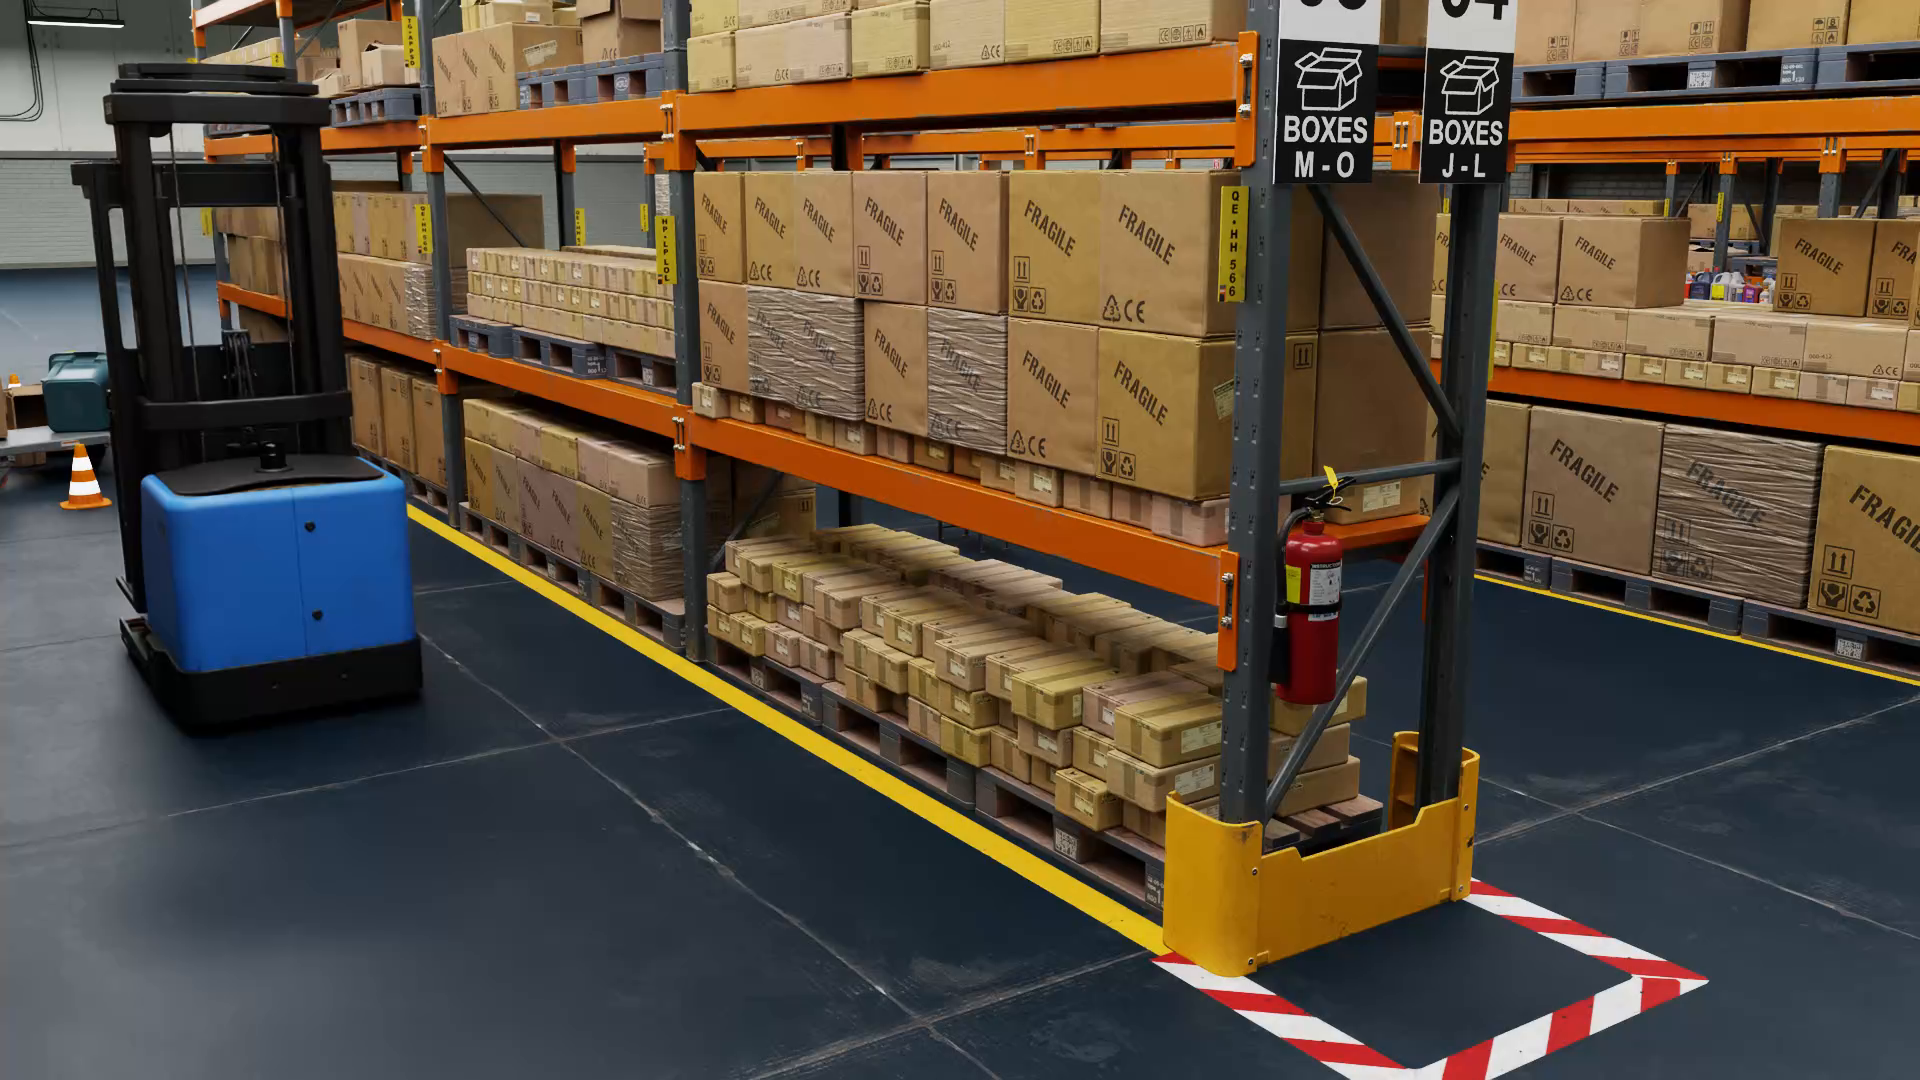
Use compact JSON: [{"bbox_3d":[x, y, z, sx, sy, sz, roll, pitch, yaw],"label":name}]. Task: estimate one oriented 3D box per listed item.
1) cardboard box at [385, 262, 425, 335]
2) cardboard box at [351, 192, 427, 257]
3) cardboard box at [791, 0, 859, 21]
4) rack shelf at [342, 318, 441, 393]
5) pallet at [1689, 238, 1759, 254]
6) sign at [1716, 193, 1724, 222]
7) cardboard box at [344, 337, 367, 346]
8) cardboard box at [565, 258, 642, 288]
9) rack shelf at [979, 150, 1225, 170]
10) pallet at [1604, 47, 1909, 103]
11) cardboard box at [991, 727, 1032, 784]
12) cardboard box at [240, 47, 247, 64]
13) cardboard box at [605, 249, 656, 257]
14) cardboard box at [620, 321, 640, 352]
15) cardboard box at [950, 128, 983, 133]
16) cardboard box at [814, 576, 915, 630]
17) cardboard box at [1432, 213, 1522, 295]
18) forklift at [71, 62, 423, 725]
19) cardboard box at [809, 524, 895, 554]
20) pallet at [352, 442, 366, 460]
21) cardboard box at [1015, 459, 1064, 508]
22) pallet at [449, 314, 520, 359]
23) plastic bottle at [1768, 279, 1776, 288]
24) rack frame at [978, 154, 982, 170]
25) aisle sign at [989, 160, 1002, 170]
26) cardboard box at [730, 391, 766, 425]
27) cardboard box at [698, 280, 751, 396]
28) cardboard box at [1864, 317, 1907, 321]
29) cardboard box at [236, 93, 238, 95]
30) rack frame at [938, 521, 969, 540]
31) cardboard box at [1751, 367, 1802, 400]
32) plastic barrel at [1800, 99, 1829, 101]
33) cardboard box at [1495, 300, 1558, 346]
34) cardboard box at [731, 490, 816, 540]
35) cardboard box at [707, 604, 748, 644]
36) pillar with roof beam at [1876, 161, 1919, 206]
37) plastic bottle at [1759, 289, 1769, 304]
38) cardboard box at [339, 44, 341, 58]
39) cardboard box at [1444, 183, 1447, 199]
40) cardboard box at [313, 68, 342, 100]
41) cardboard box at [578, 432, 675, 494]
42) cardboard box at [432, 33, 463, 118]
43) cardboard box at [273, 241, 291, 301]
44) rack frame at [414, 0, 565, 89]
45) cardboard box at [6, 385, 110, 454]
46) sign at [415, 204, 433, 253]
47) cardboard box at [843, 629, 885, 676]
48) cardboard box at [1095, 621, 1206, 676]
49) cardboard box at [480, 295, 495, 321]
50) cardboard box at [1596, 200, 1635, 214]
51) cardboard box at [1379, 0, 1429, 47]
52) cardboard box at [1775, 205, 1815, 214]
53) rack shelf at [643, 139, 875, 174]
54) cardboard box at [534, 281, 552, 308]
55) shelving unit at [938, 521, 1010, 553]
[{"bbox_3d":[-3.925,-1.798,12.327,0.500,0.500,0.500,-8,15,-33],"label":"cardboard box"},{"bbox_3d":[-4.546,-2.592,13.617,0.700,0.500,0.500,-8,15,-32],"label":"cardboard box"},{"bbox_3d":[-0.354,-2.242,6.754,0.500,0.250,0.500,-8,15,-32],"label":"cardboard box"},{"bbox_3d":[-4.284,-1.616,13.414,1.077,0.370,4.000,-8,15,-33],"label":"rack shelf"},{"bbox_3d":[11.466,-4.404,24.929,1.003,0.211,1.213,-8,15,-33],"label":"pallet"},{"bbox_3d":[8.797,-3.852,19.245,0.100,0.325,0.005,-8,15,-33],"label":"sign"},{"bbox_3d":[-5.683,-1.610,15.695,0.875,0.875,0.875,-8,15,-32],"label":"cardboard box"},{"bbox_3d":[-2.066,-1.554,9.657,0.380,0.149,0.250,-9,15,-35],"label":"cardboard box"},{"bbox_3d":[1.808,-4.948,21.630,1.077,0.370,4.000,-8,15,-33],"label":"rack shelf"},{"bbox_3d":[4.341,-2.528,9.087,1.003,0.211,1.213,-8,15,-33],"label":"pallet"},{"bbox_3d":[0.342,0.796,6.389,0.380,0.149,0.250,-8,15,-32],"label":"cardboard box"},{"bbox_3d":[-6.559,-4.561,15.681,0.380,0.149,0.250,-8,15,-33],"label":"cardboard box"},{"bbox_3d":[-2.090,-1.813,10.845,0.380,0.149,0.250,-8,14,-31],"label":"cardboard box"},{"bbox_3d":[-1.626,-1.121,9.070,0.380,0.149,0.250,-8,15,-33],"label":"cardboard box"},{"bbox_3d":[0.255,-3.715,14.659,0.500,0.250,0.500,-8,15,-33],"label":"cardboard box"},{"bbox_3d":[-0.421,0.276,7.375,0.380,0.149,0.250,-8,15,-32],"label":"cardboard box"},{"bbox_3d":[3.277,-1.792,10.436,0.500,0.500,0.500,-8,15,-33],"label":"cardboard box"},{"bbox_3d":[-3.768,-0.872,8.488,1.130,2.935,3.031,-8,15,-32],"label":"forklift"},{"bbox_3d":[-0.546,0.029,8.505,0.380,0.149,0.250,-8,14,-31],"label":"cardboard box"},{"bbox_3d":[-4.902,-0.833,14.675,1.003,0.211,1.213,-8,15,-33],"label":"pallet"},{"bbox_3d":[0.421,-0.225,5.957,0.380,0.149,0.250,-8,14,-31],"label":"cardboard box"},{"bbox_3d":[-2.693,-1.404,11.209,1.213,0.211,1.003,-8,15,-33],"label":"pallet"},{"bbox_3d":[7.206,-2.188,14.634,0.152,0.276,0.135,-8,15,-33],"label":"plastic bottle"},{"bbox_3d":[0.700,-4.190,23.500,1.000,3.000,0.127,-8,15,-33],"label":"rack frame"},{"bbox_3d":[0.416,-5.438,23.122,0.394,0.787,0.004,-8,15,-33],"label":"aisle sign"},{"bbox_3d":[-0.871,-0.651,7.907,0.380,0.149,0.250,-8,14,-31],"label":"cardboard box"},{"bbox_3d":[-0.895,-0.977,7.876,0.500,0.500,0.500,-8,15,-34],"label":"cardboard box"},{"bbox_3d":[5.106,-1.039,8.747,0.500,0.250,0.500,-8,15,-33],"label":"cardboard box"},{"bbox_3d":[-6.845,-4.263,16.182,0.380,0.149,0.250,-8,15,-32],"label":"cardboard box"},{"bbox_3d":[-0.043,-0.600,11.297,0.240,1.200,0.015,-8,15,-33],"label":"rack frame"},{"bbox_3d":[4.403,-0.841,8.775,0.380,0.149,0.250,-8,15,-34],"label":"cardboard box"},{"bbox_3d":[7.265,-3.916,13.925,0.433,0.535,0.433,0,12,0],"label":"plastic barrel"},{"bbox_3d":[3.539,-1.338,10.113,0.500,0.250,0.500,-8,15,-33],"label":"cardboard box"},{"bbox_3d":[-1.149,-0.047,9.424,0.500,0.500,0.500,-7,14,-31],"label":"cardboard box"},{"bbox_3d":[-1.026,0.390,8.247,0.380,0.149,0.250,-9,15,-35],"label":"cardboard box"},{"bbox_3d":[9.795,-6.695,20.911,9.100,9.000,0.400,-8,15,-33],"label":"pillar with roof beam"},{"bbox_3d":[6.774,-2.008,13.987,0.097,0.201,0.097,0,12,0],"label":"plastic bottle"},{"bbox_3d":[-5.454,-4.460,15.217,0.380,0.149,0.250,-8,15,-33],"label":"cardboard box"},{"bbox_3d":[6.790,-4.825,23.133,0.700,0.500,0.500,-8,15,-32],"label":"cardboard box"},{"bbox_3d":[-5.266,-3.840,13.976,0.258,0.266,0.396,-8,15,-34],"label":"cardboard box"},{"bbox_3d":[-1.857,-0.446,9.494,0.500,0.250,0.500,-7,14,-30],"label":"cardboard box"},{"bbox_3d":[-3.081,-2.993,10.771,0.500,0.500,0.500,-8,15,-33],"label":"cardboard box"},{"bbox_3d":[-5.930,-2.556,15.676,0.875,0.550,0.550,-8,15,-33],"label":"cardboard box"},{"bbox_3d":[-3.176,-4.542,11.070,1.000,3.000,0.127,-8,15,-33],"label":"rack frame"},{"bbox_3d":[-8.068,-1.099,14.893,0.797,0.637,0.503,-8,15,-33],"label":"cardboard box"},{"bbox_3d":[-3.637,-2.111,11.284,0.100,0.325,0.005,-8,15,-33],"label":"sign"},{"bbox_3d":[-0.279,0.470,7.185,0.380,0.149,0.250,-8,15,-33],"label":"cardboard box"},{"bbox_3d":[0.756,0.445,6.601,0.380,0.149,0.250,-9,15,-36],"label":"cardboard box"},{"bbox_3d":[-2.948,-1.543,11.001,0.380,0.149,0.250,-7,14,-30],"label":"cardboard box"},{"bbox_3d":[10.363,-5.090,26.163,0.500,0.500,0.500,-8,15,-33],"label":"cardboard box"},{"bbox_3d":[1.220,-1.691,5.404,0.500,0.250,0.500,-7,14,-31],"label":"cardboard box"},{"bbox_3d":[12.111,-4.607,24.142,0.700,0.500,0.500,-6,14,-25],"label":"cardboard box"},{"bbox_3d":[-2.316,-4.362,18.949,1.077,0.370,4.000,-8,15,-33],"label":"rack shelf"},{"bbox_3d":[-2.361,-1.501,10.113,0.380,0.149,0.250,-8,15,-33],"label":"cardboard box"},{"bbox_3d":[0.092,-0.557,11.099,0.258,1.200,0.503,-8,15,-33],"label":"shelving unit"}]
